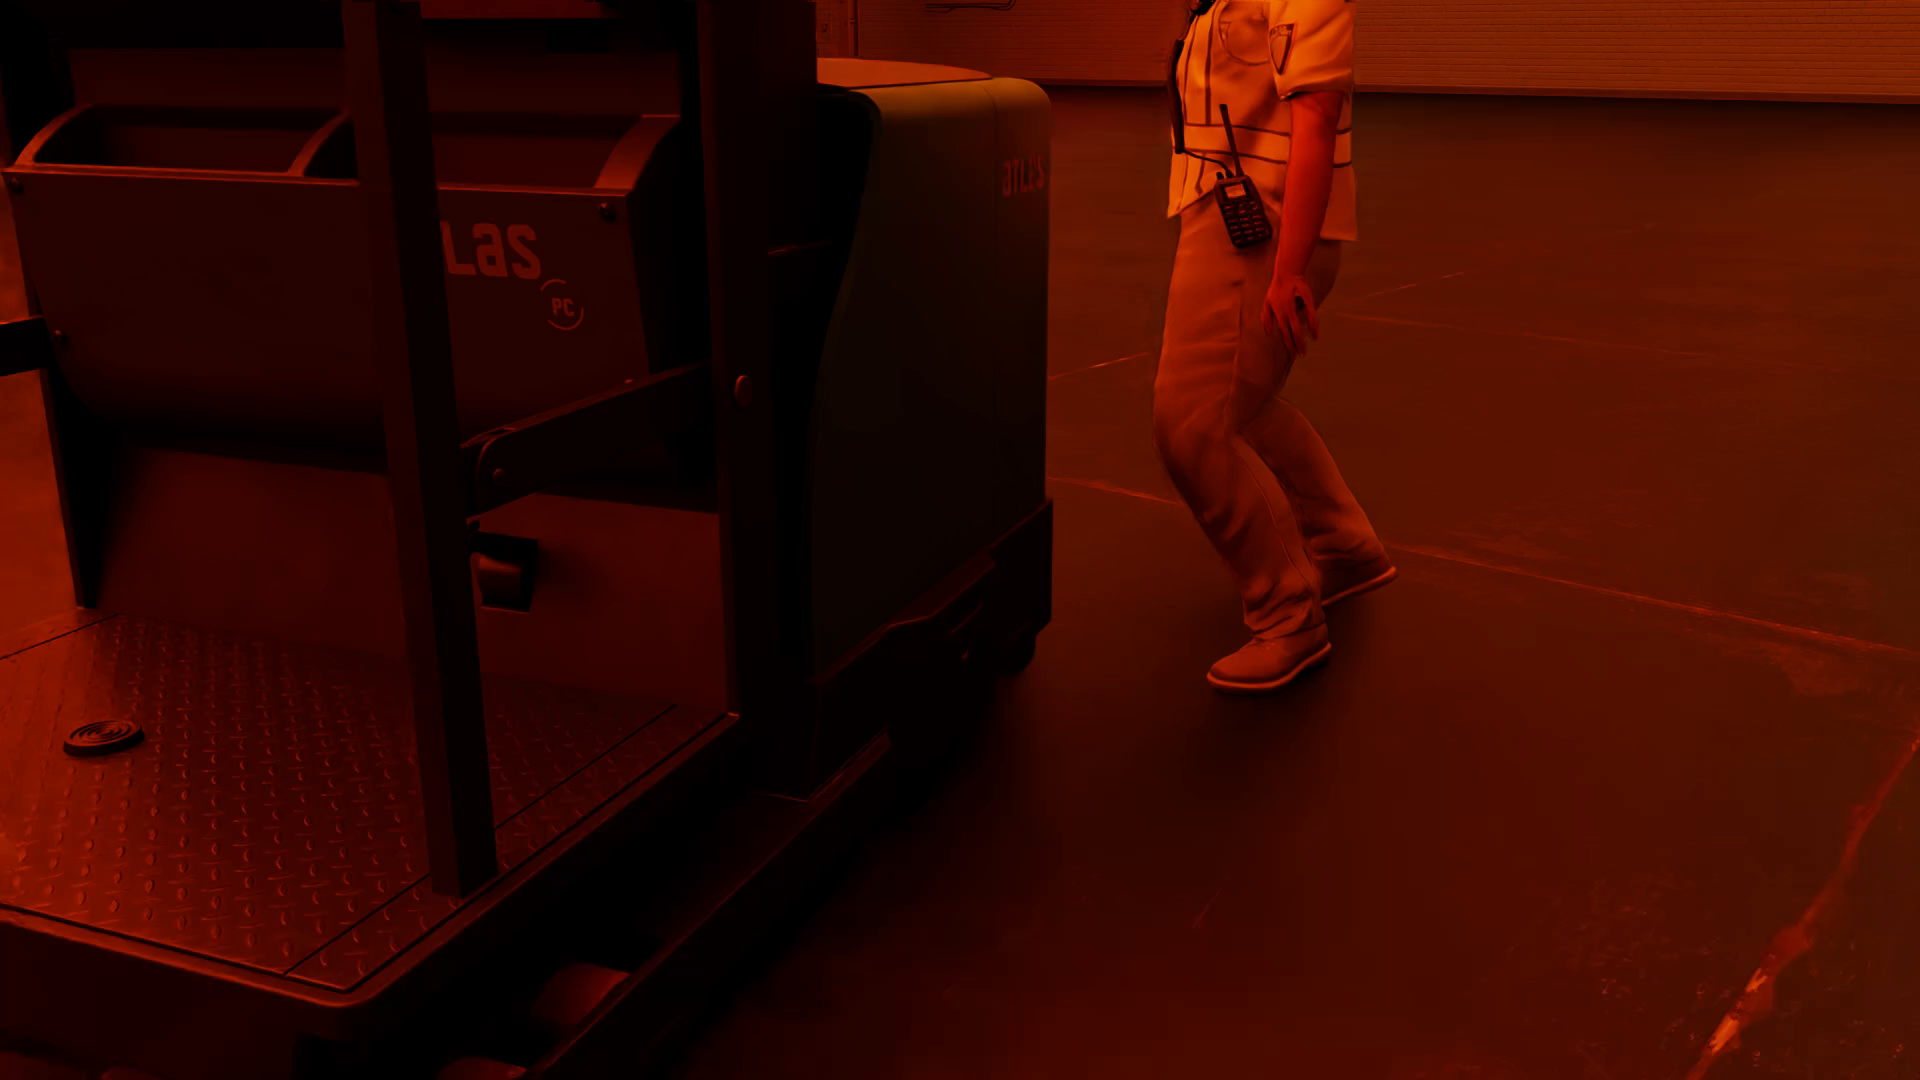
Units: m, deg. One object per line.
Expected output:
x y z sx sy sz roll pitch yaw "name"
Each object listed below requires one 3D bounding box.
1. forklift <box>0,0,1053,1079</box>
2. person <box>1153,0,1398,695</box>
-0.840 -0.850 1.696 1.130 2.935 3.031 7 18 21 "forklift"
0.634 -0.578 3.175 0.511 1.628 0.841 4 17 11 "person"
